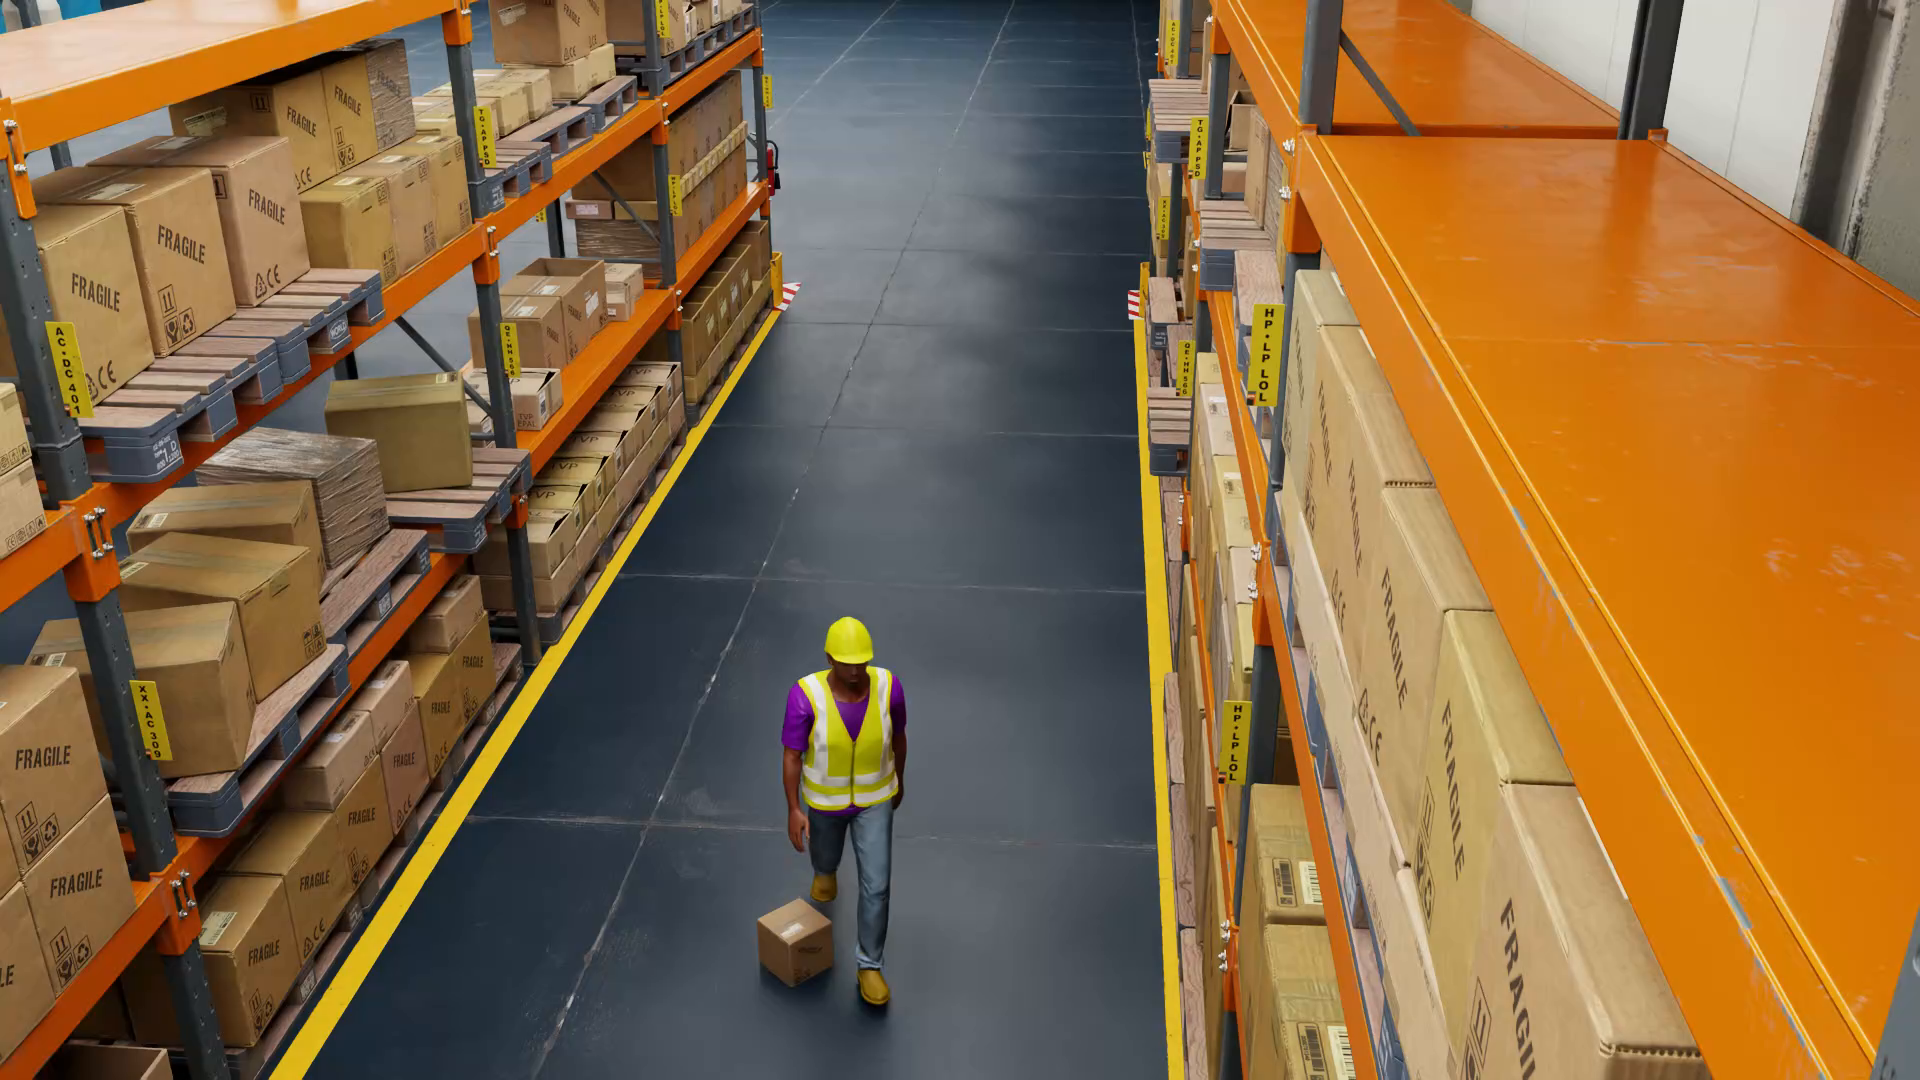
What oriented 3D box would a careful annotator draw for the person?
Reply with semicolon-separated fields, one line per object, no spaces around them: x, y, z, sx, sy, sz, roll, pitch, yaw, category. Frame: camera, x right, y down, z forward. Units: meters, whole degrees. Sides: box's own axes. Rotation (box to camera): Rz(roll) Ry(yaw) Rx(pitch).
-0.511;1.127;7.502;0.573;1.715;1.024;-4;25;-8;person
